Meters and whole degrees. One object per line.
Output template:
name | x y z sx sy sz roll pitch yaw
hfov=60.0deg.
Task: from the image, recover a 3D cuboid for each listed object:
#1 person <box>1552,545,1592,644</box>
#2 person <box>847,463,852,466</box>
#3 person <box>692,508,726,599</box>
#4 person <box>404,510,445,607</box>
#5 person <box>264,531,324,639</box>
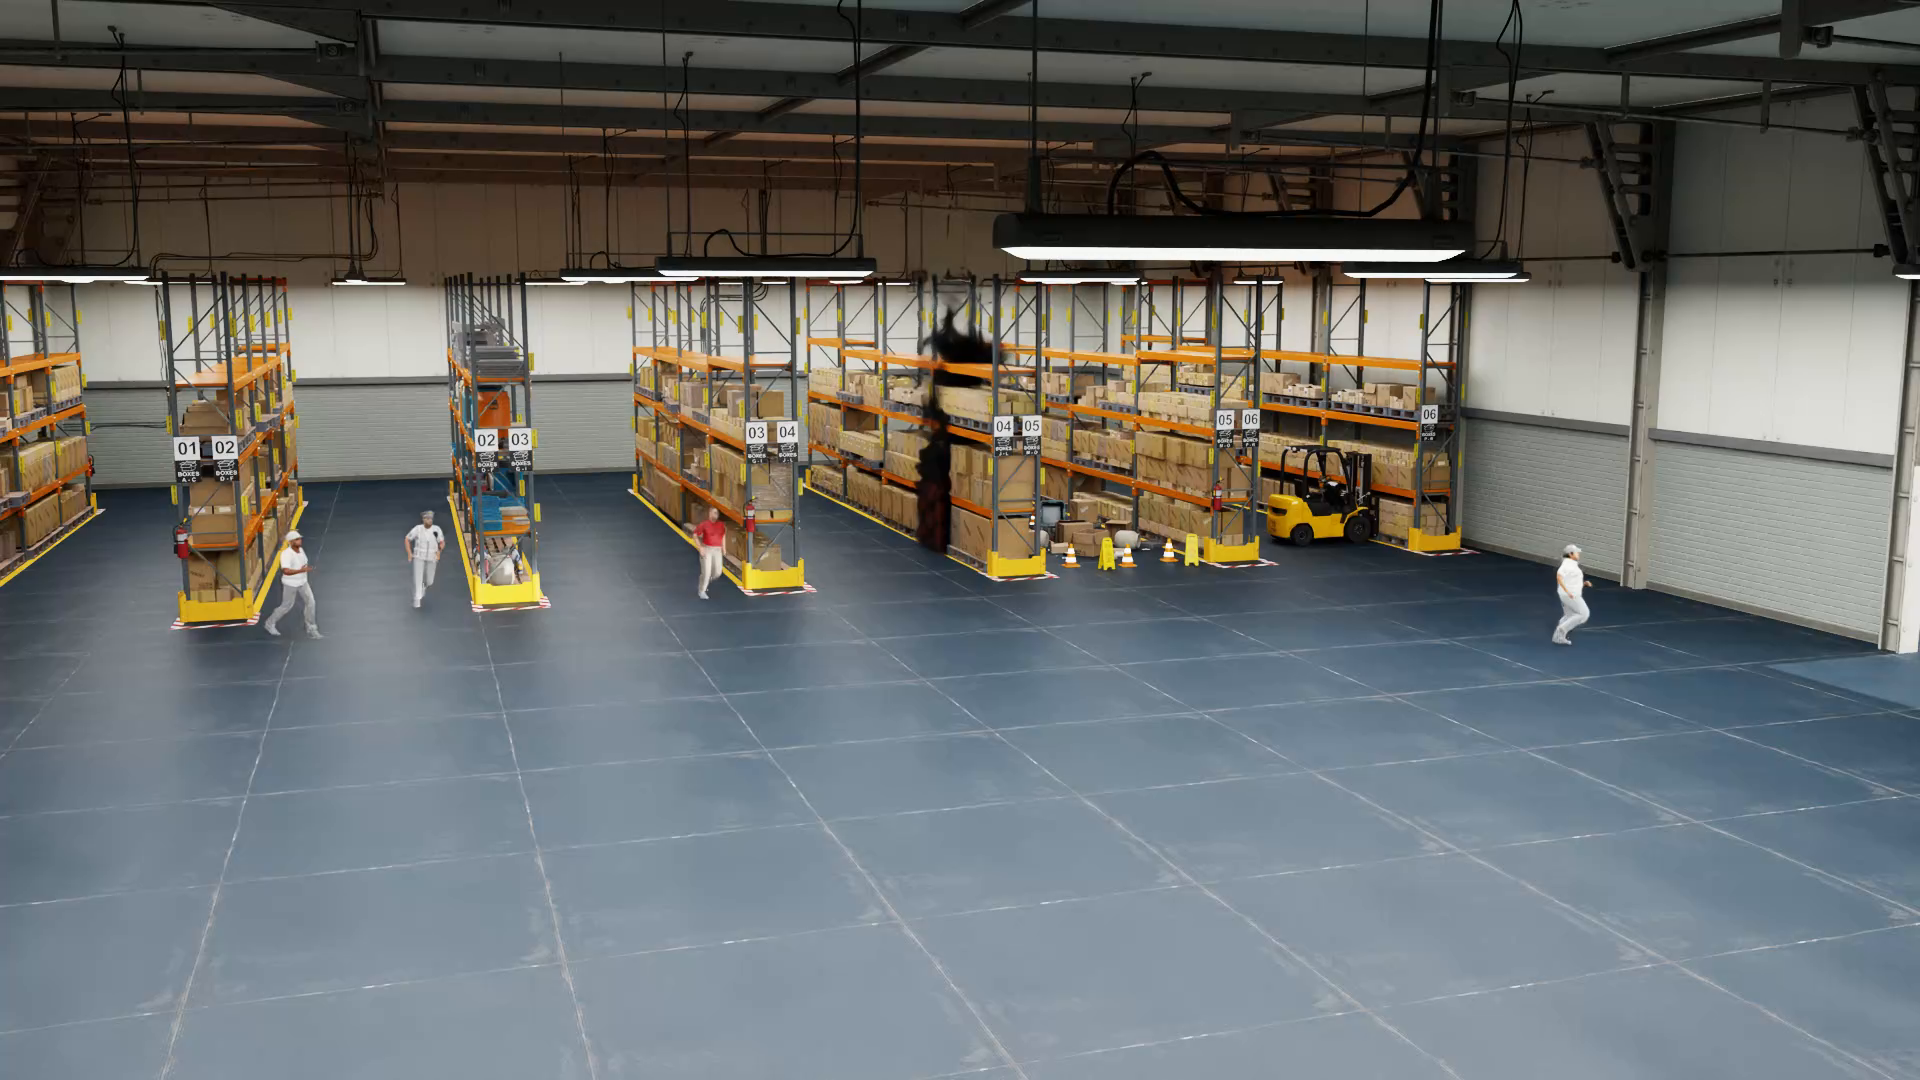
person | 9.883 0.888 26.791 0.567 1.626 0.593 3 9 17
person | -3.167 -2.713 50.179 0.962 1.776 0.667 -2 9 -15
person | -4.669 0.234 31.145 0.709 1.682 0.564 -7 11 -37
person | -9.775 0.315 30.414 0.703 1.735 0.664 -4 10 -25
person | -10.957 0.745 27.318 0.917 1.809 0.710 2 9 12
